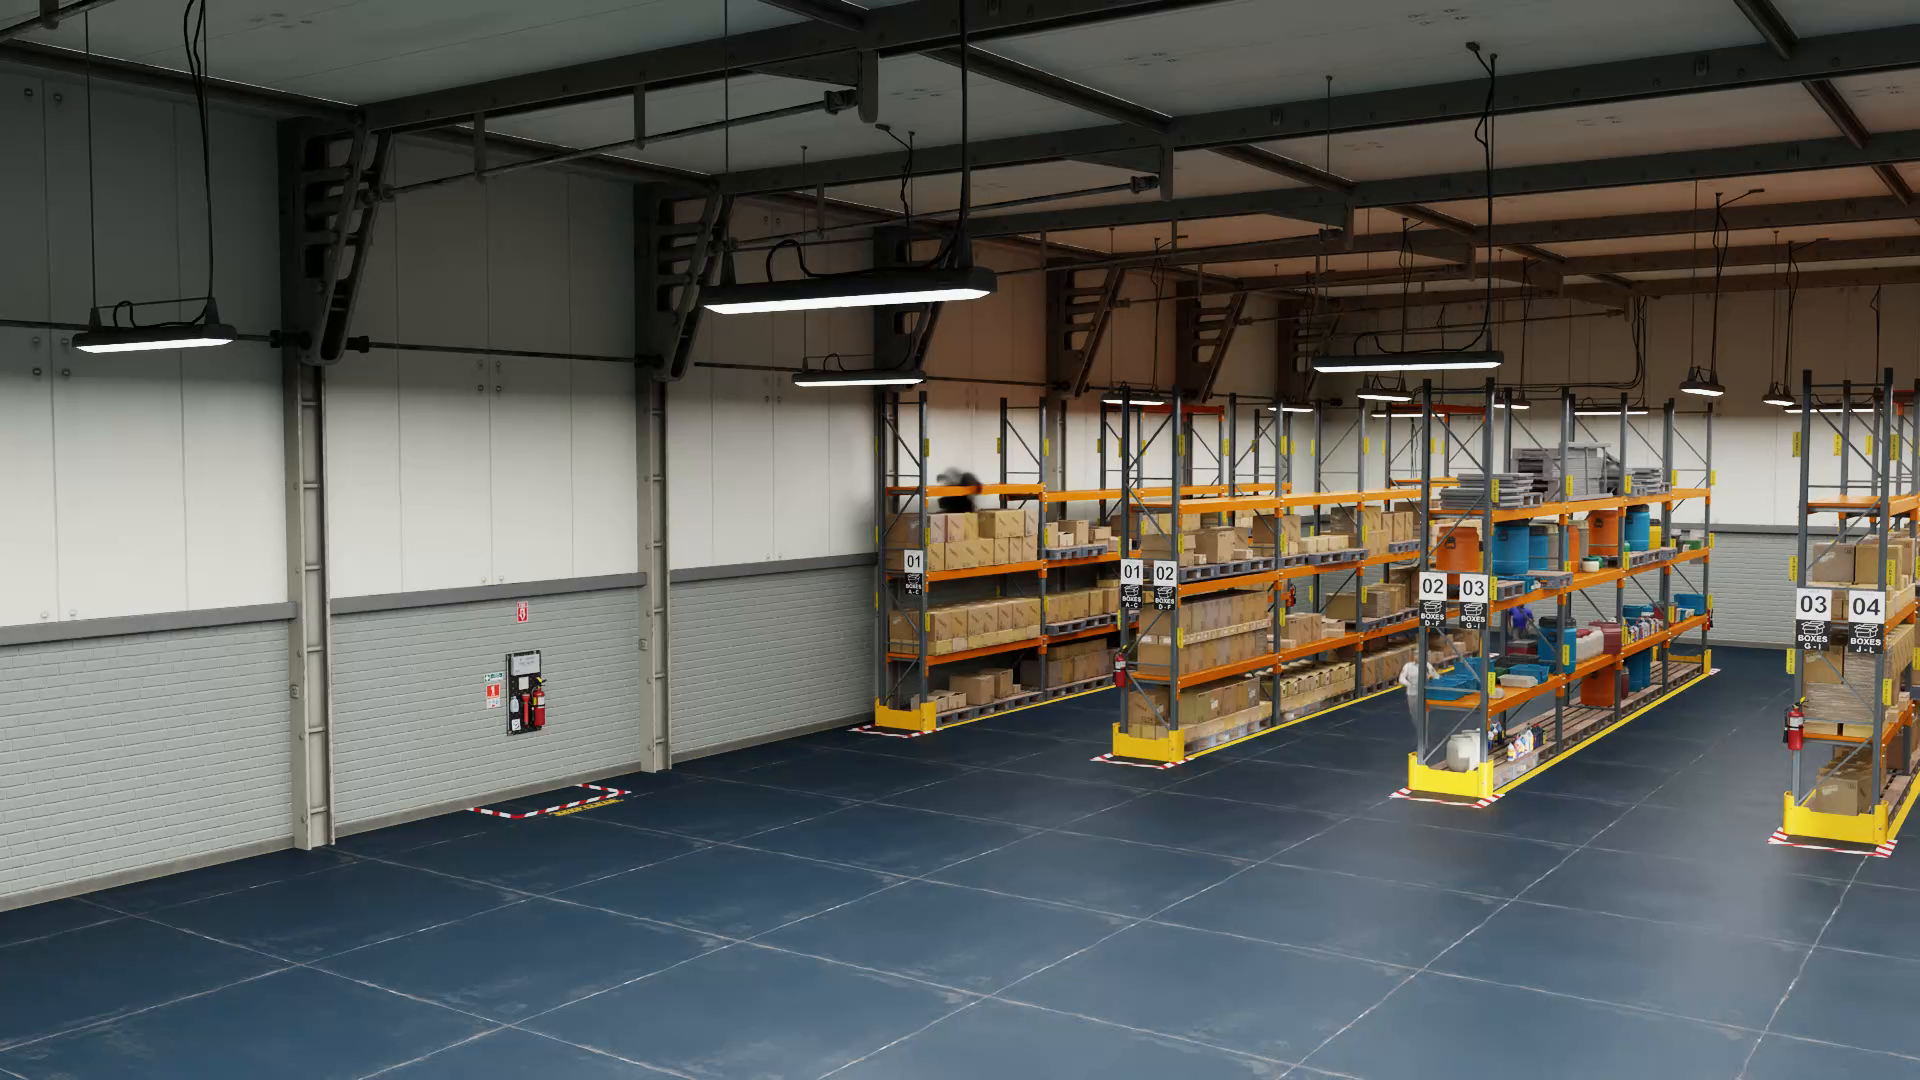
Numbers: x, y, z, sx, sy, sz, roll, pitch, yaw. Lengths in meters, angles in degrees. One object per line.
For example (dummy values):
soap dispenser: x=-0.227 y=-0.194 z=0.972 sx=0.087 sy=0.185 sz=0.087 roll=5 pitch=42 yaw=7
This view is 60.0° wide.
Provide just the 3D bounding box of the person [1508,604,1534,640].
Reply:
person: x=12.671 y=2.096 z=37.600 sx=0.590 sy=1.614 sz=1.020 roll=2 pitch=4 yaw=25

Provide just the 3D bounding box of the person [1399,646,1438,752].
person: x=7.620 y=2.622 z=27.699 sx=0.596 sy=1.739 sz=0.764 roll=2 pitch=4 yaw=27
